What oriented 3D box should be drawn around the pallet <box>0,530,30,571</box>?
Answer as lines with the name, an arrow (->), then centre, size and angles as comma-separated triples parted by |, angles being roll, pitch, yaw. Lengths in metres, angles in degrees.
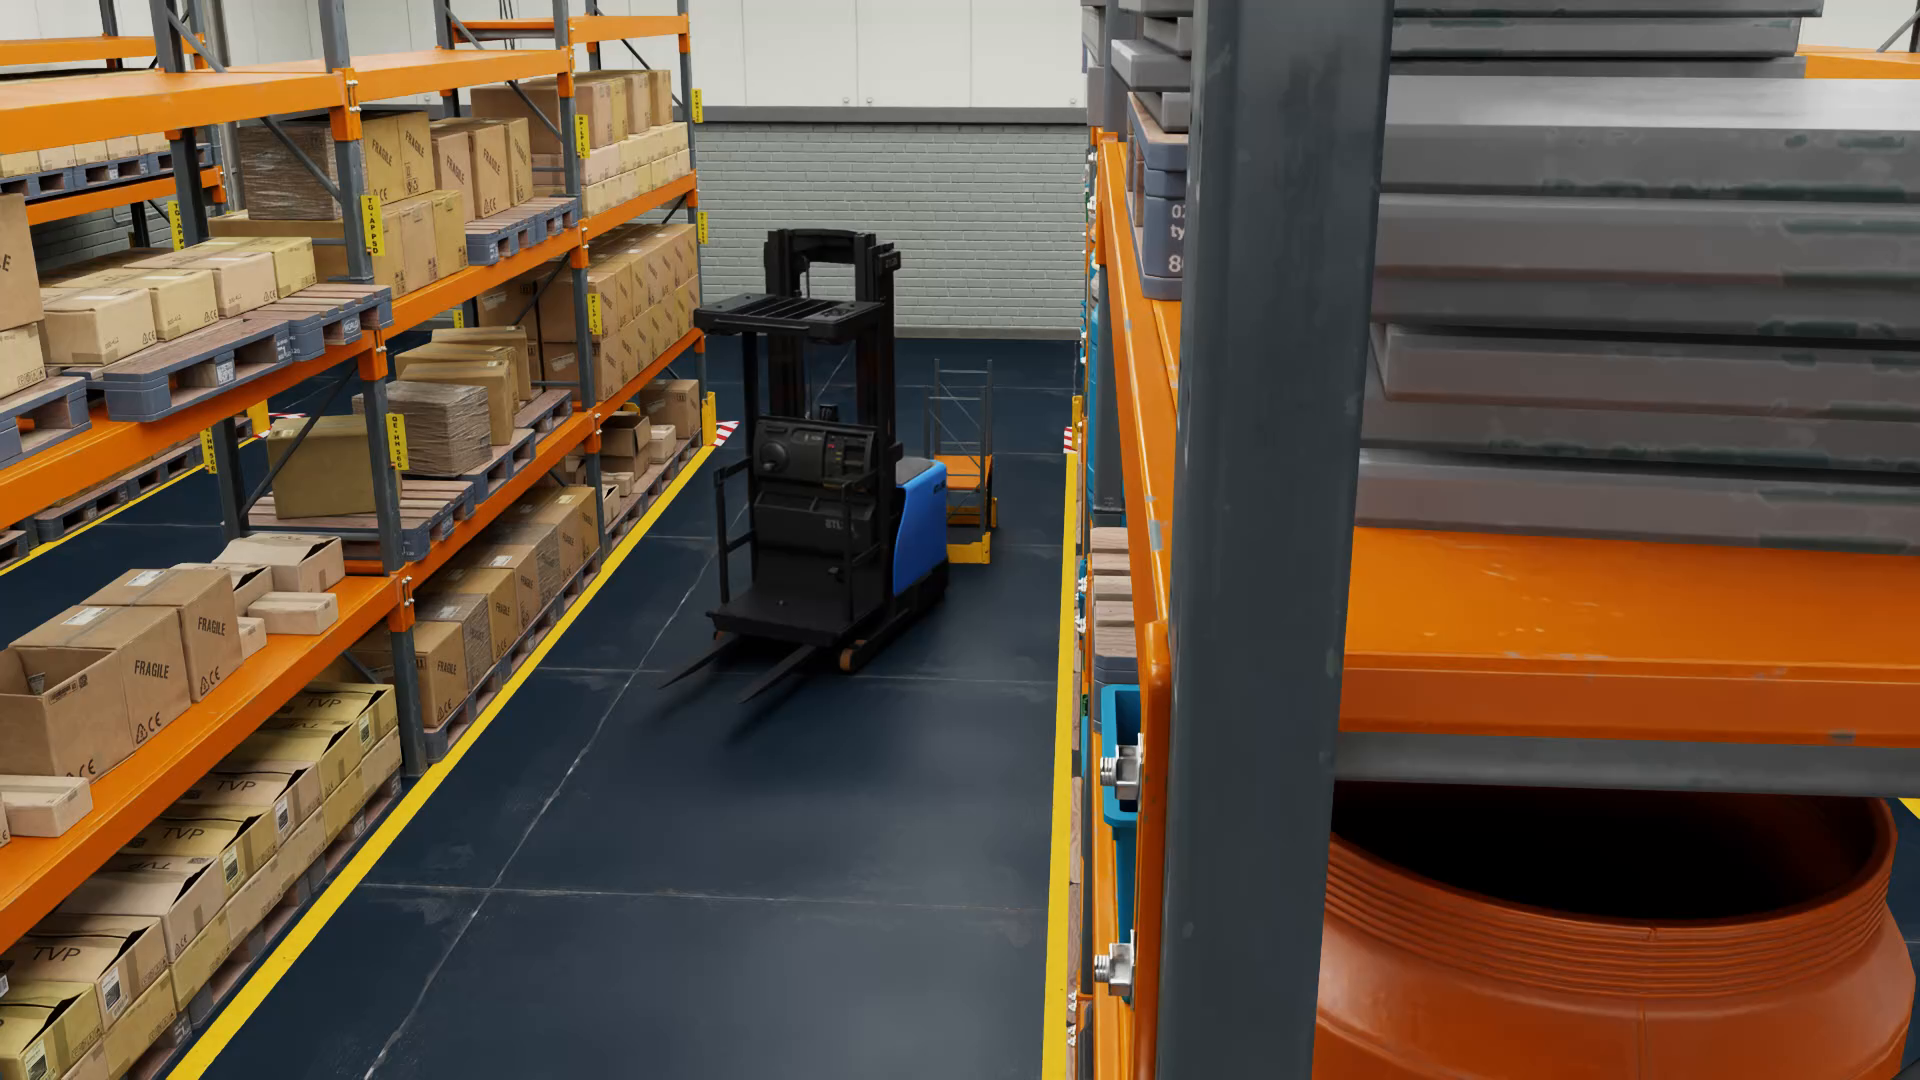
pallet -> -8.382, 0.199, 13.478 | 1.003, 0.211, 1.213 | 1, 18, 4

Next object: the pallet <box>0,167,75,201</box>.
pallet -> -8.333, -3.005, 14.101 | 1.003, 0.211, 1.213 | 1, 18, 4

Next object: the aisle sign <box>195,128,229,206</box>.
aisle sign -> -7.811, -3.861, 17.214 | 0.394, 0.787, 0.004 | 1, 18, 4

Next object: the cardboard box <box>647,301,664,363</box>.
cardboard box -> -3.046, -1.930, 15.337 | 0.500, 0.500, 0.500 | 1, 18, 3

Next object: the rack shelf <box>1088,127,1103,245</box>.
rack shelf -> 1.050, -1.602, 6.658 | 1.077, 0.370, 4.000 | 1, 18, 4

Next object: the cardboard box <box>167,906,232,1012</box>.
cardboard box -> -3.686, 1.894, 7.567 | 0.500, 0.250, 0.500 | 1, 18, 2

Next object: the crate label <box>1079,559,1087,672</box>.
crate label -> 0.852, 0.381, 8.385 | 0.502, 0.435, 0.616 | 1, 18, 4

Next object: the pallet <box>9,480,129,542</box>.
pallet -> -8.269, -0.277, 14.930 | 1.003, 0.211, 1.213 | 1, 18, 4

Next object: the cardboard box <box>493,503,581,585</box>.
cardboard box -> -3.254, 0.033, 12.811 | 0.500, 0.500, 0.500 | 1, 18, 4

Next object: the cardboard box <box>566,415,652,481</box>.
cardboard box -> -3.331, -0.865, 15.547 | 0.797, 0.503, 0.637 | 1, 18, 4

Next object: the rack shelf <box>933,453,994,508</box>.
rack shelf -> -0.006, -0.515, 14.165 | 0.538, 0.185, 1.000 | 1, 18, 4

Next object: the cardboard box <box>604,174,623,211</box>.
cardboard box -> -3.139, -2.913, 13.920 | 0.500, 0.250, 0.500 | 1, 18, 4

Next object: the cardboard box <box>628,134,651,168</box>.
cardboard box -> -3.061, -3.461, 14.790 | 0.500, 0.250, 0.500 | 1, 18, 4

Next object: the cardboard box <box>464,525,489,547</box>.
cardboard box -> -3.809, 0.186, 12.345 | 0.500, 0.500, 0.500 | 2, 18, 5

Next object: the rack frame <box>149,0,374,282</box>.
rack frame -> -3.747, -2.867, 8.721 | 1.000, 3.000, 0.127 | 1, 18, 4

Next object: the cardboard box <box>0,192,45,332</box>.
cardboard box -> -3.933, -1.052, 6.361 | 0.500, 0.500, 0.500 | 3, 18, 9

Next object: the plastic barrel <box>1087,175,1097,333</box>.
plastic barrel -> 0.918, -1.318, 8.005 | 0.600, 0.901, 0.600 | 0, 18, 0

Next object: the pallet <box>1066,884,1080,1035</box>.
pallet -> 1.009, 2.038, 7.863 | 1.003, 0.211, 1.213 | 1, 18, 4

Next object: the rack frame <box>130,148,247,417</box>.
rack frame -> -8.115, -2.610, 17.571 | 1.000, 3.000, 0.127 | 1, 18, 4

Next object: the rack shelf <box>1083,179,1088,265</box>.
rack shelf -> 1.623, -2.851, 14.646 | 1.077, 0.370, 4.000 | 1, 18, 4

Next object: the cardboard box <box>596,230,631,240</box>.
cardboard box -> -3.498, -2.729, 16.167 | 0.500, 0.500, 0.500 | 1, 18, 4

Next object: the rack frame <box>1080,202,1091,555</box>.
rack frame -> 1.480, -1.147, 13.105 | 1.000, 3.000, 0.127 | 1, 18, 4

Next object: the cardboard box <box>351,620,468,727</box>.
cardboard box -> -3.430, 0.828, 10.387 | 0.500, 0.500, 0.500 | 2, 18, 6

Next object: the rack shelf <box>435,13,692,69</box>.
rack shelf -> -3.317, -4.387, 14.520 | 1.077, 0.370, 4.000 | 1, 18, 4

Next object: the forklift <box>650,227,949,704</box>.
forklift -> -1.122, -0.620, 11.608 | 1.130, 2.935, 3.031 | 7, 20, 21

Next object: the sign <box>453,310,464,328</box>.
sign -> -4.002, -1.679, 13.341 | 0.100, 0.325, 0.005 | 1, 18, 4

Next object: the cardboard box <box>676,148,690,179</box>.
cardboard box -> -2.948, -3.689, 16.289 | 0.500, 0.250, 0.500 | 1, 18, 4

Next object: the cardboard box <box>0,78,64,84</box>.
cardboard box -> -8.040, -3.700, 14.283 | 0.500, 0.500, 0.500 | 1, 18, 3

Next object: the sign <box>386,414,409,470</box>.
sign -> -3.193, -0.555, 9.440 | 0.100, 0.325, 0.005 | 1, 18, 4

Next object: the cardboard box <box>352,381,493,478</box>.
cardboard box -> -3.558, -0.741, 11.032 | 0.700, 0.500, 0.500 | 5, 19, 14

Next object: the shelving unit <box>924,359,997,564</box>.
shelving unit -> -0.005, -0.689, 14.117 | 0.587, 1.500, 1.083 | 1, 18, 4

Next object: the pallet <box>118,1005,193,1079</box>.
pallet -> -4.020, 2.322, 6.998 | 1.003, 0.211, 1.213 | 1, 18, 4

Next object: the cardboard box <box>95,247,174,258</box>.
cardboard box -> -8.142, -2.594, 17.041 | 0.980, 0.700, 0.700 | 2, 18, 6

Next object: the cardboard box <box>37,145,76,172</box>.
cardboard box -> -8.038, -3.336, 14.374 | 0.500, 0.250, 0.500 | 1, 18, 3

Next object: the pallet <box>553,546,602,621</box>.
pallet -> -3.481, 0.320, 13.107 | 1.003, 0.211, 1.213 | 1, 18, 4

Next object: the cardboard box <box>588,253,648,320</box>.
cardboard box -> -3.072, -2.241, 14.678 | 0.500, 0.500, 0.500 | 1, 18, 2

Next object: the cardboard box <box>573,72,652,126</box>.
cardboard box -> -3.314, -4.135, 15.643 | 0.700, 0.500, 0.500 | 1, 18, 4

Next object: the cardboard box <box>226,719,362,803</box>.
cardboard box -> -3.570, 1.154, 8.924 | 0.500, 0.311, 0.500 | 1, 18, 3

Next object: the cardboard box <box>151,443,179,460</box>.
cardboard box -> -8.137, -1.091, 16.274 | 0.700, 0.500, 0.500 | 1, 18, 2

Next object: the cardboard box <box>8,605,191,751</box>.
cardboard box -> -3.889, 0.621, 7.549 | 0.500, 0.500, 0.500 | 1, 18, 4

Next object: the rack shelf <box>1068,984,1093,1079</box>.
rack shelf -> 0.763, 2.301, 3.739 | 1.077, 0.370, 4.000 | 1, 18, 4

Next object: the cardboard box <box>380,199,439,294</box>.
cardboard box -> -3.713, -1.784, 10.071 | 0.910, 0.500, 0.500 | 1, 18, 4

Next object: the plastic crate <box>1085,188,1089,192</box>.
plastic crate -> 1.191, -2.850, 13.910 | 0.293, 0.136, 0.466 | 1, 18, 4

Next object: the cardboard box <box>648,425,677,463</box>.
cardboard box -> -3.065, -0.934, 16.166 | 0.500, 0.250, 0.500 | 1, 18, 4

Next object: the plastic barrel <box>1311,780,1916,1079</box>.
plastic barrel -> 0.528, 0.598, 1.601 | 0.600, 0.830, 0.708 | 1, 18, 4

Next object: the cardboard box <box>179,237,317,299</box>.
cardboard box -> -3.724, -1.428, 8.712 | 0.500, 0.250, 0.500 | 0, 18, 0

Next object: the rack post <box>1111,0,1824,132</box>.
rack post -> 0.727, -0.837, 2.647 | 0.937, 0.300, 0.954 | 1, 18, 3

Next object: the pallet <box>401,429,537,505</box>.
pallet -> -3.612, -0.529, 11.528 | 1.003, 0.211, 1.213 | 1, 18, 4

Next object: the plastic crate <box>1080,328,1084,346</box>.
plastic crate -> 1.266, -1.914, 15.775 | 0.250, 0.136, 0.298 | 1, 18, 4

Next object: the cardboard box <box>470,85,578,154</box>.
cardboard box -> -3.464, -3.358, 13.271 | 0.700, 0.500, 0.500 | 1, 18, 4

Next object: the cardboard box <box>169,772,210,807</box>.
cardboard box -> -4.146, 1.302, 8.472 | 0.500, 0.311, 0.500 | 1, 18, 2

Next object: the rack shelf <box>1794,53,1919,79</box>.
rack shelf -> 6.277, -2.734, 10.112 | 1.077, 0.370, 4.000 | 1, 18, 4

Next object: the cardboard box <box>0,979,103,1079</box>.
cardboard box -> -3.756, 1.944, 6.513 | 0.500, 0.311, 0.500 | 1, 18, 4

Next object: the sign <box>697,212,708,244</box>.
sign -> -2.622, -3.182, 16.951 | 0.100, 0.325, 0.005 | 1, 18, 4

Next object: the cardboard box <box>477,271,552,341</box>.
cardboard box -> -3.682, -1.944, 13.772 | 0.500, 0.500, 0.500 | 1, 18, 4

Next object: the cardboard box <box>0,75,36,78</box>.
cardboard box -> -8.532, -3.871, 14.803 | 0.500, 0.500, 0.500 | 1, 18, 2

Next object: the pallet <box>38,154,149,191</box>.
pallet -> -8.243, -3.383, 15.255 | 1.003, 0.211, 1.213 | 1, 18, 4

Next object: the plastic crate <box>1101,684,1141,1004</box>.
plastic crate -> 0.456, 0.564, 3.094 | 0.392, 0.384, 0.575 | 1, 18, 4
